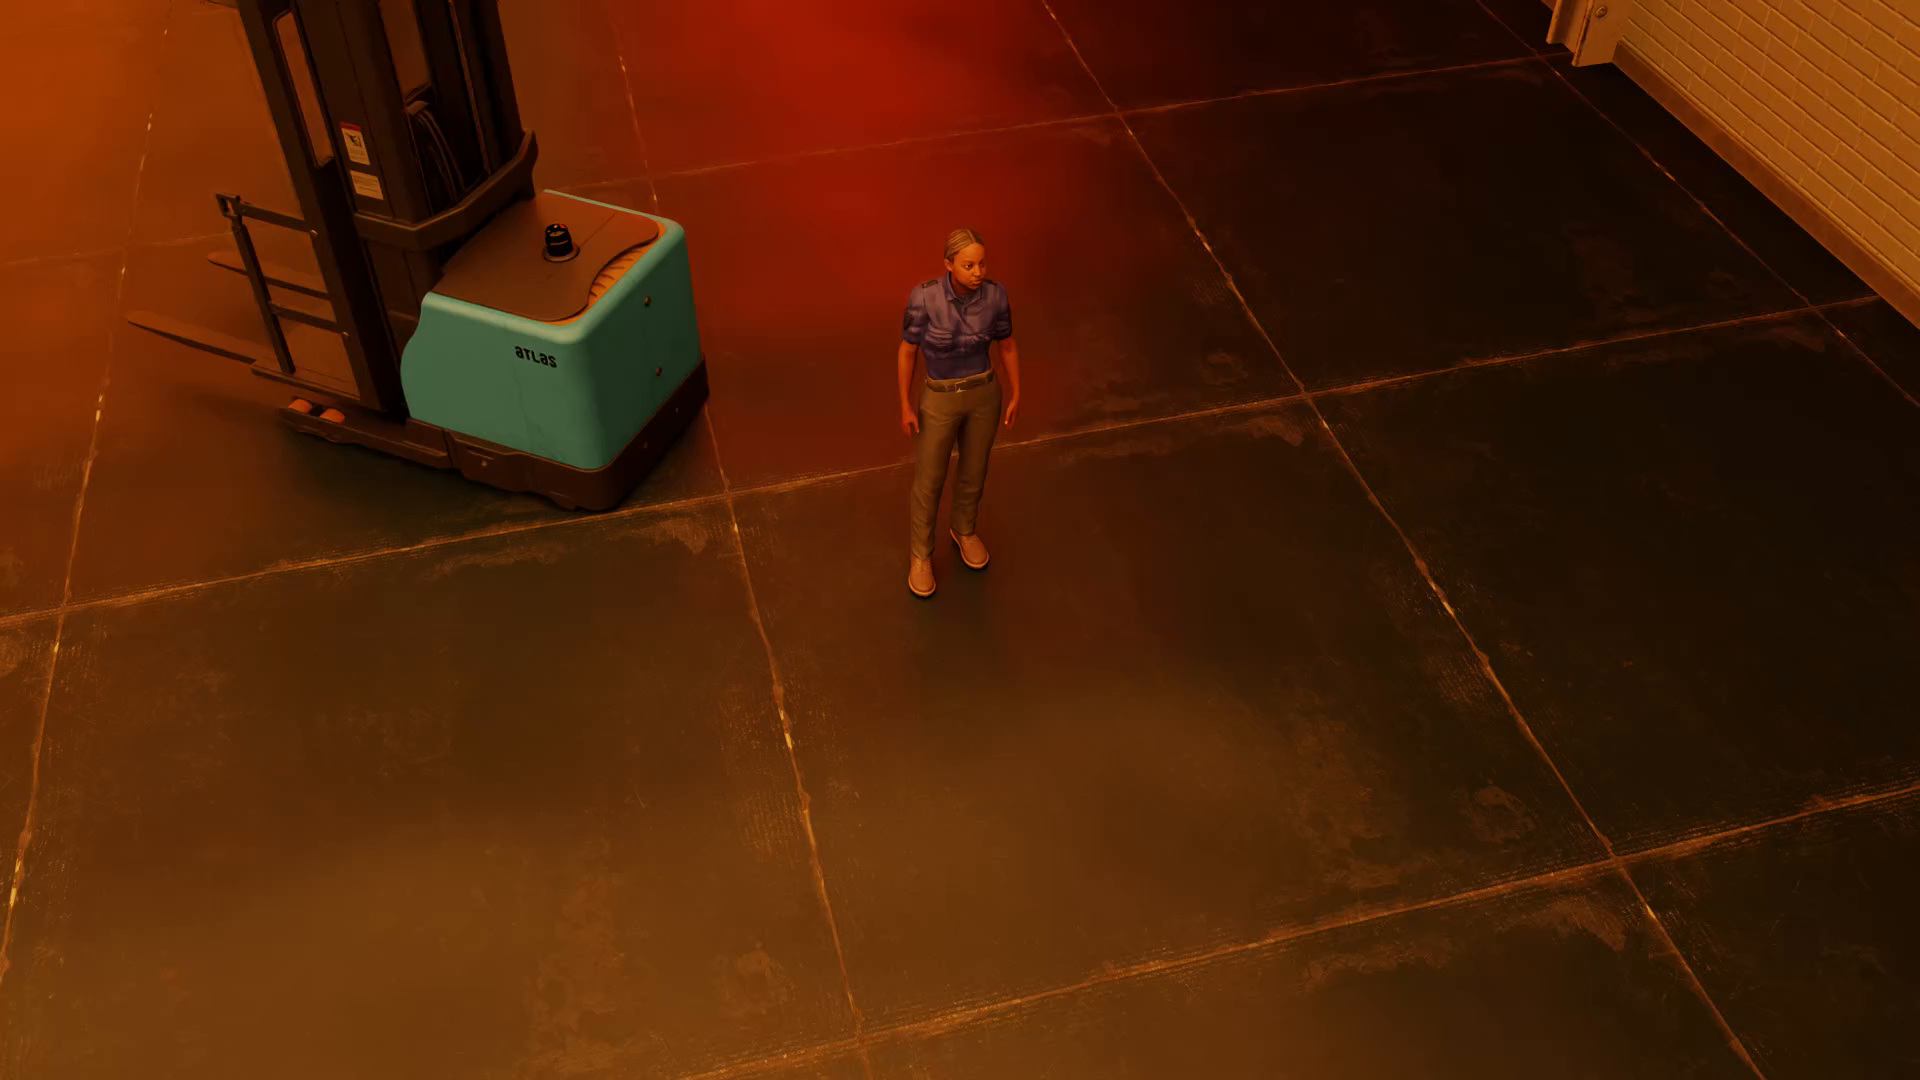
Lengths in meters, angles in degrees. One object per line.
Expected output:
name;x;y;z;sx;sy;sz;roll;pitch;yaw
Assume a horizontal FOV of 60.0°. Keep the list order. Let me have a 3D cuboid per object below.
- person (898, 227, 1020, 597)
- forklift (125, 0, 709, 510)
person;0.003;-0.545;7.141;0.570;1.654;0.504;-10;44;-11
forklift;-2.840;-1.867;7.621;3.031;2.935;1.130;16;46;16
